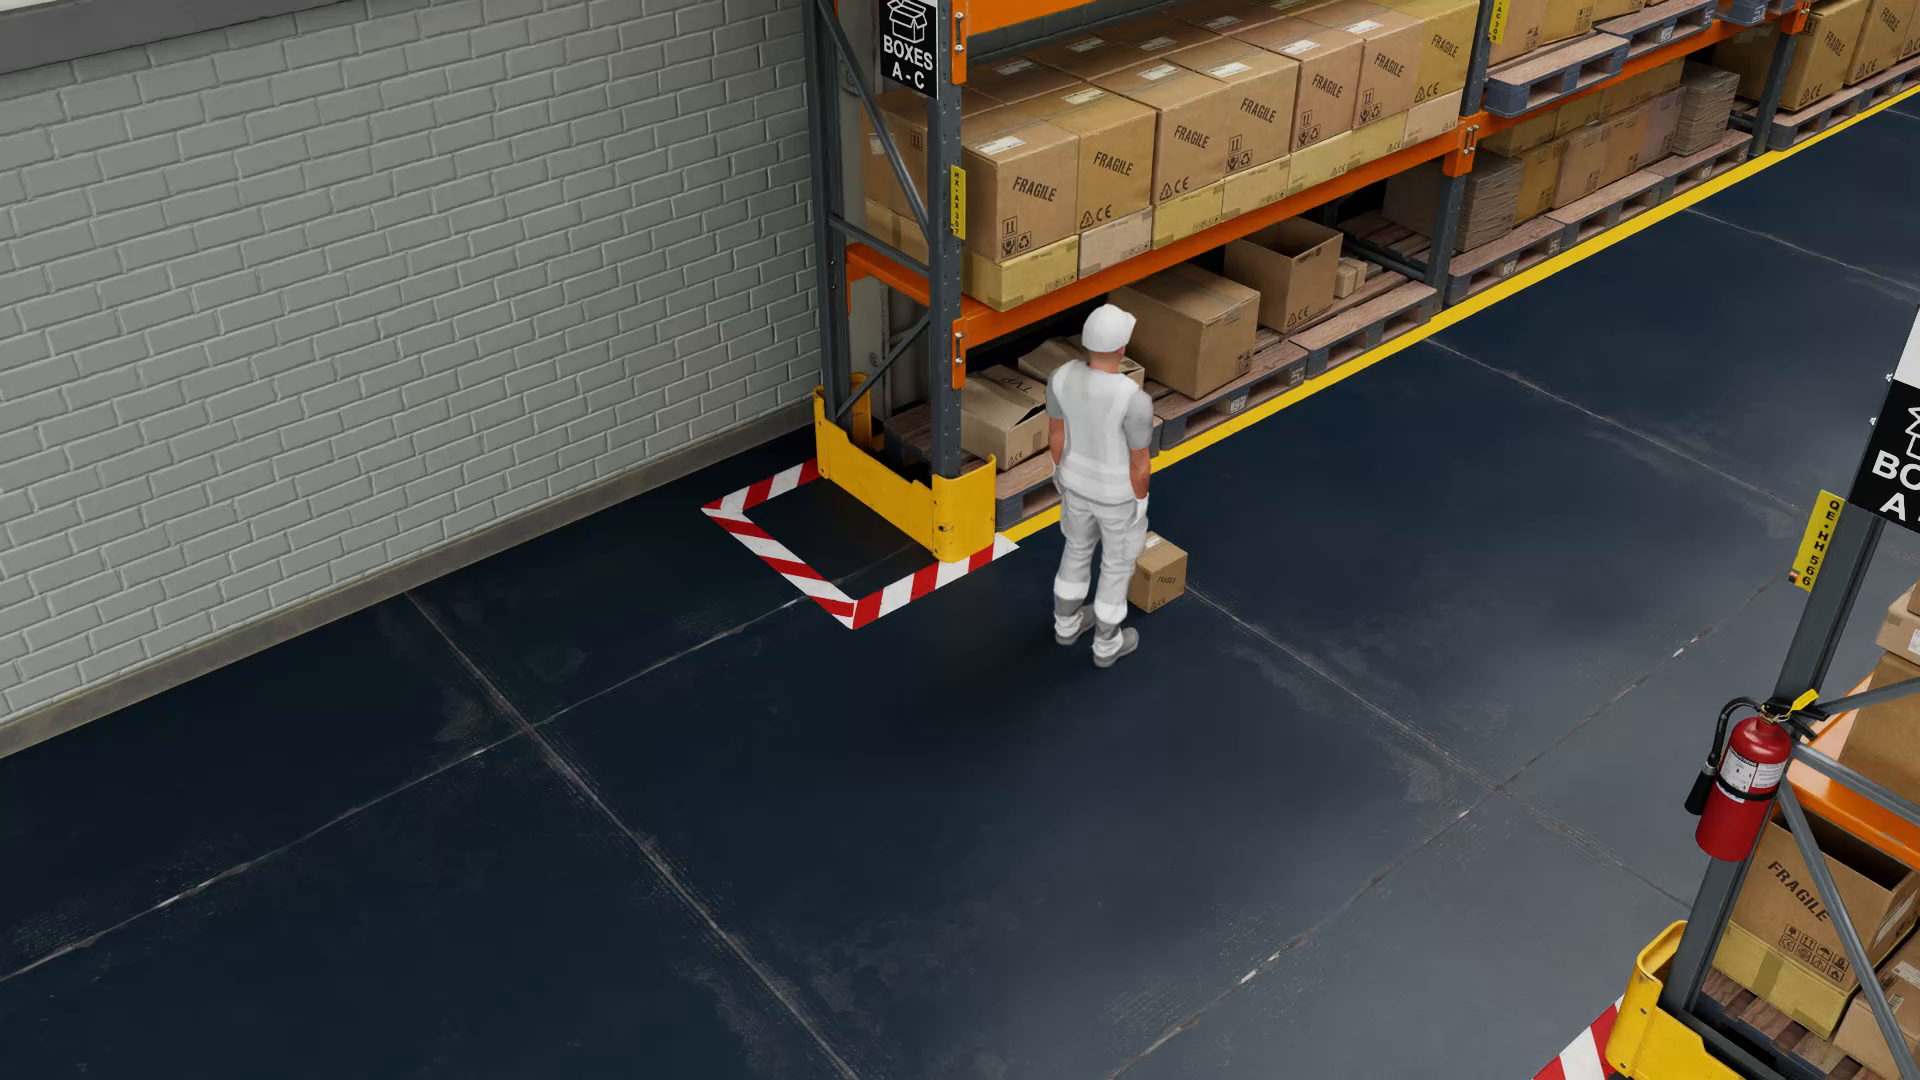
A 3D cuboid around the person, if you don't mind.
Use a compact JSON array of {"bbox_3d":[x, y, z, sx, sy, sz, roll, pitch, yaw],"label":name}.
[{"bbox_3d":[0.630,-0.247,7.404,0.524,1.786,0.352,24,42,30],"label":"person"}]
